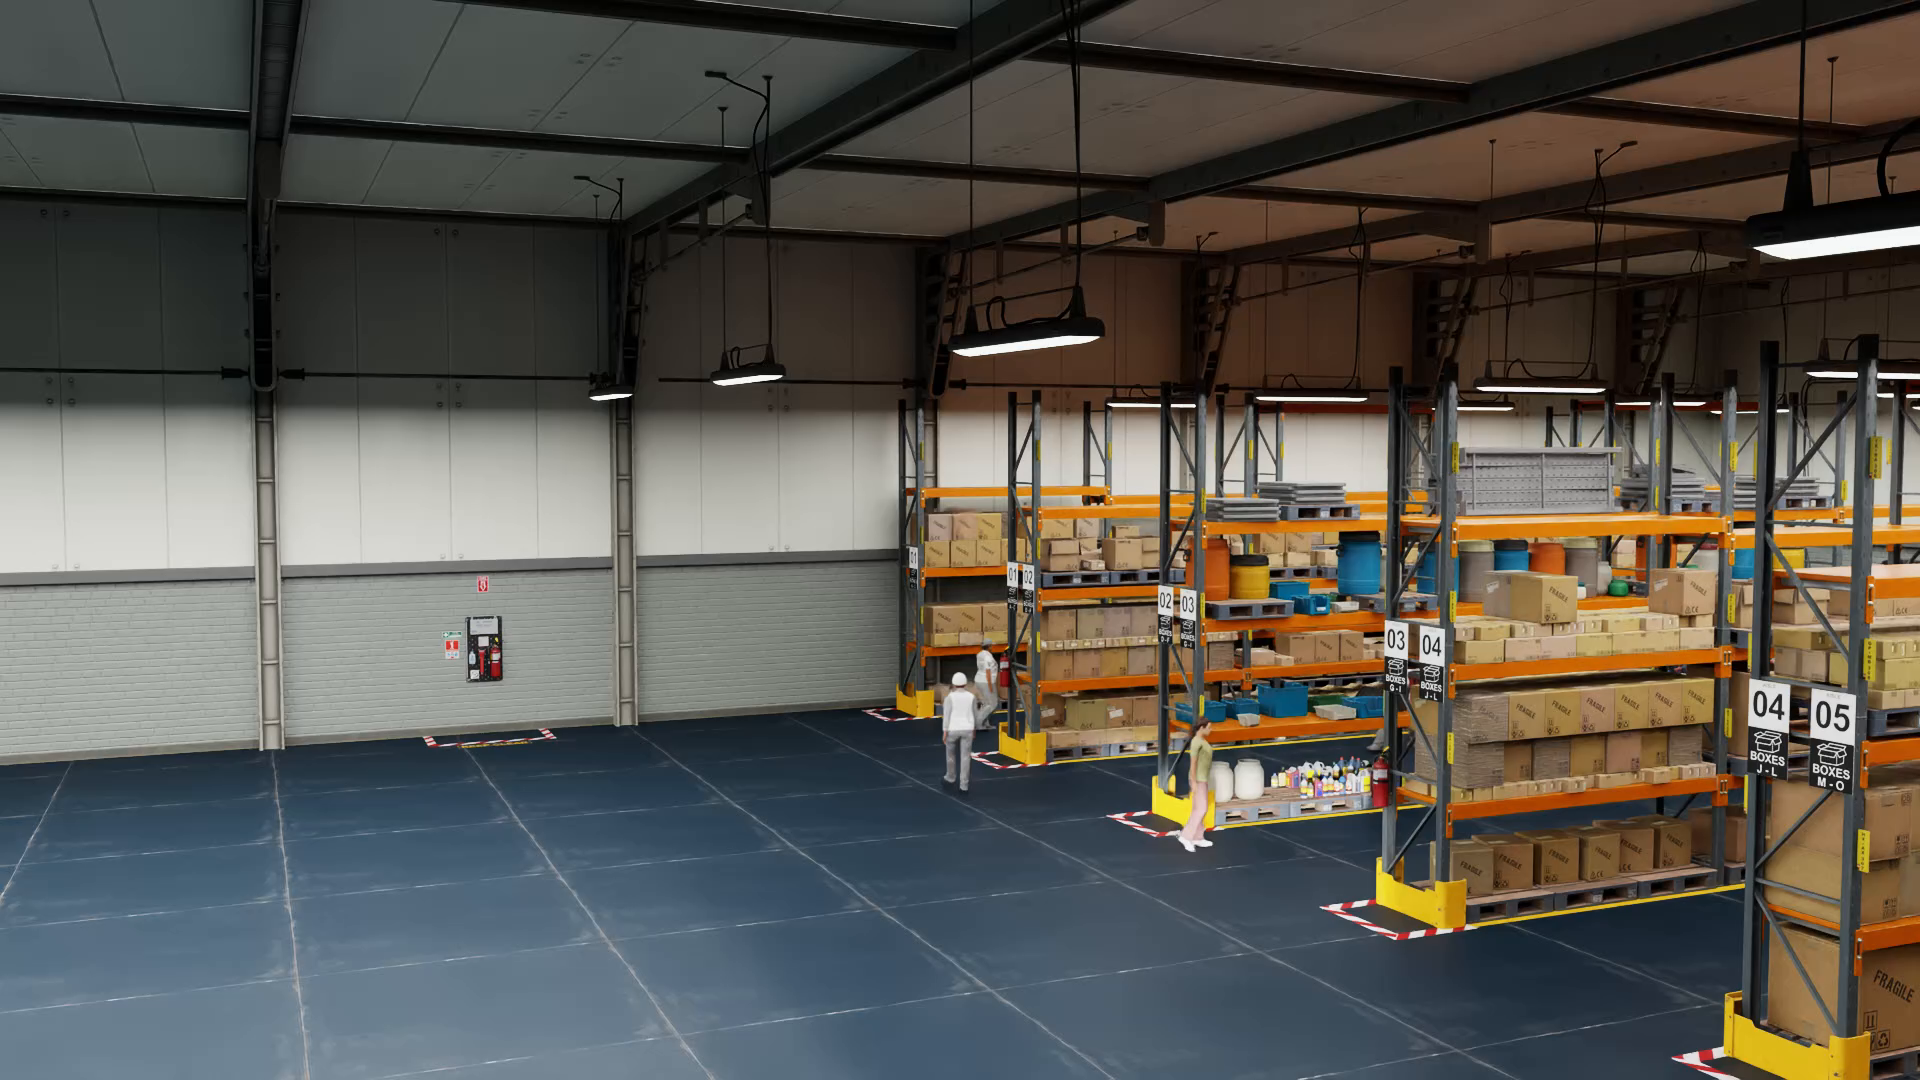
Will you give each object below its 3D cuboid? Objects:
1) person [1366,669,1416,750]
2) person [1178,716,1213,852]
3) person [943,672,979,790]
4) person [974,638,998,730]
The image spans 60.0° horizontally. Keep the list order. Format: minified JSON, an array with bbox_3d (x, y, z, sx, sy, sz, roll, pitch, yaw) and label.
[{"bbox_3d":[7.264,2.657,27.788,1.113,1.699,0.555,-3,4,-39],"label":"person"},{"bbox_3d":[3.018,3.096,21.224,0.419,1.709,0.516,1,3,17],"label":"person"},{"bbox_3d":[0.006,2.825,24.884,0.562,1.707,1.031,0,3,-6],"label":"person"},{"bbox_3d":[0.429,2.594,29.828,0.522,1.660,0.536,-1,4,-22],"label":"person"}]
